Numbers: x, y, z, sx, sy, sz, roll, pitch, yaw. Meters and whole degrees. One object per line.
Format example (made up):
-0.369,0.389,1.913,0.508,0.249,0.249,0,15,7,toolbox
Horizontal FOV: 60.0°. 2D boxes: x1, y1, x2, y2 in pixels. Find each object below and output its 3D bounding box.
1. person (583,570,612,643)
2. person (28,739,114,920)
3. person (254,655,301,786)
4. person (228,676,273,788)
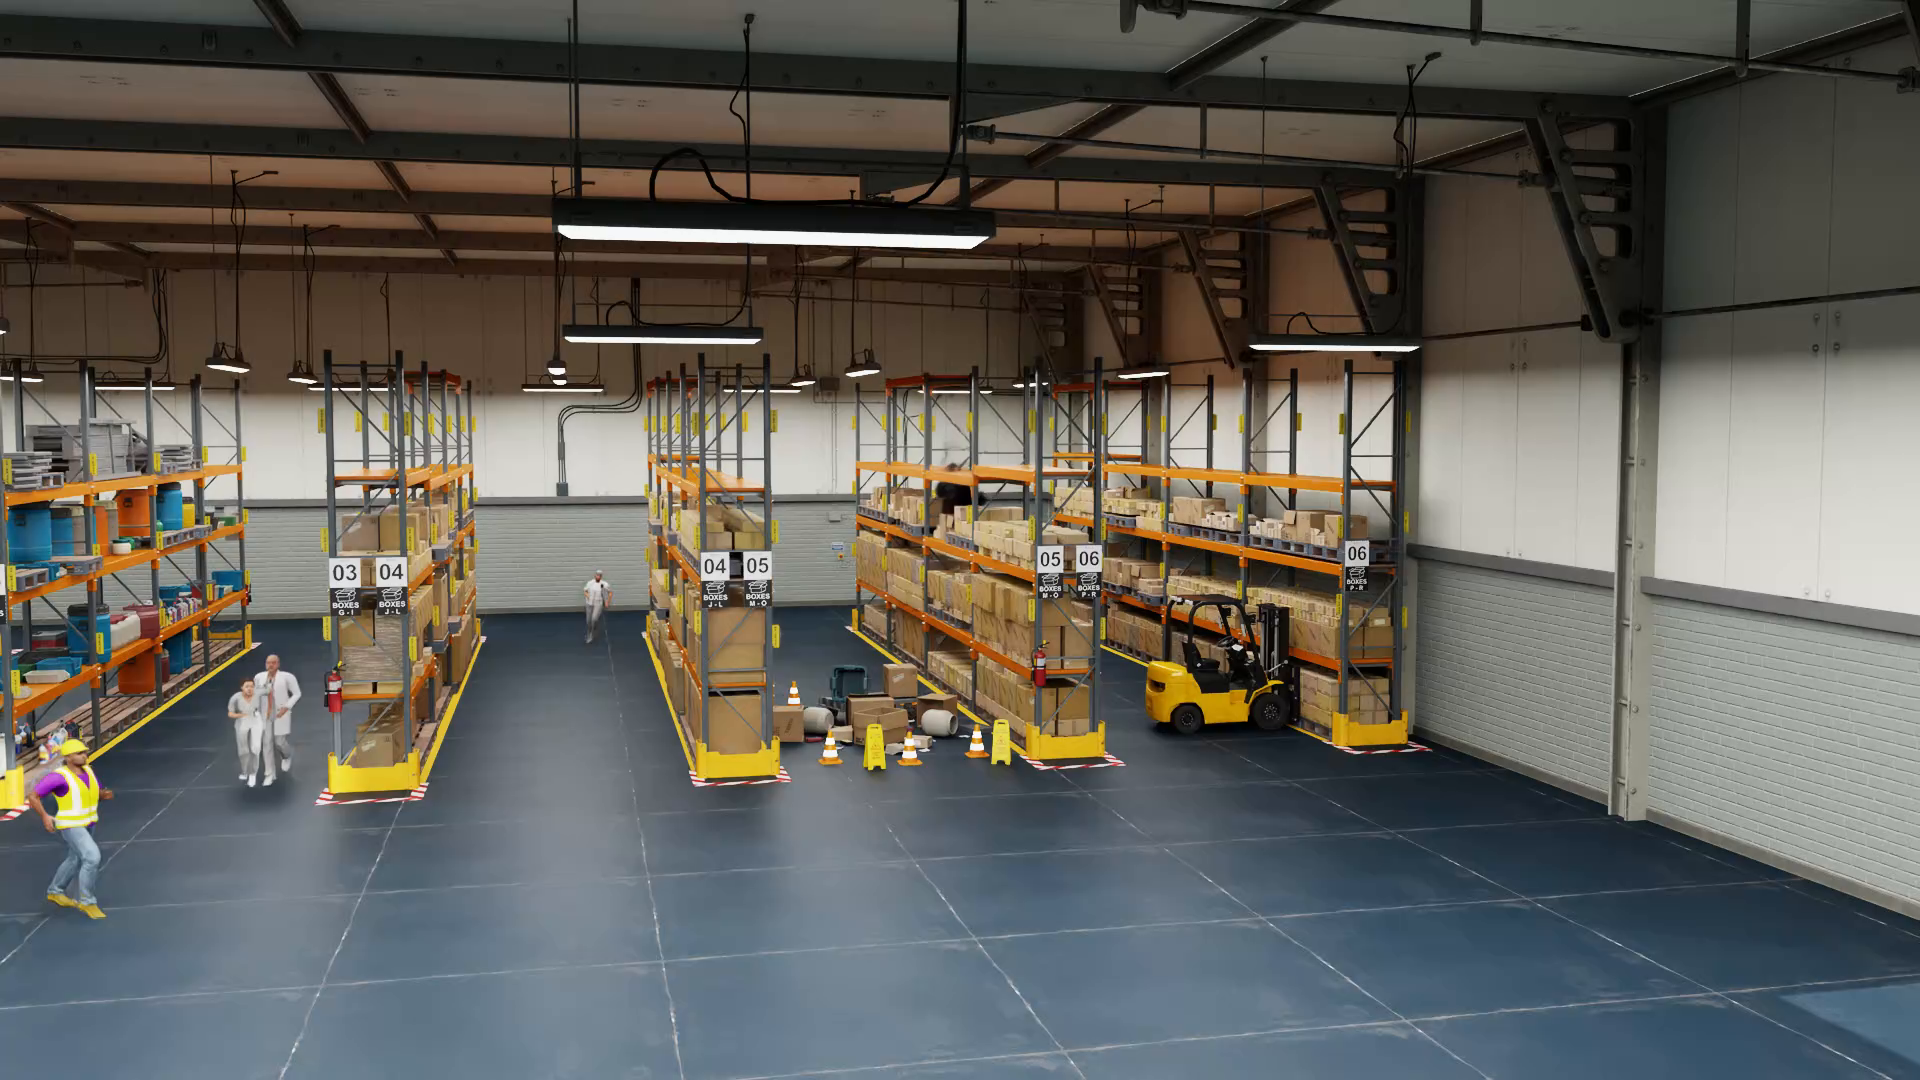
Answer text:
-8.400,1.529,38.425,0.667,1.680,0.664,0,4,3,person
-8.998,2.941,16.938,0.777,1.831,0.672,0,4,6,person
-9.658,2.497,23.425,0.735,1.781,0.974,-1,4,-8,person
-9.798,2.632,22.980,0.590,1.553,0.932,-2,4,-26,person
